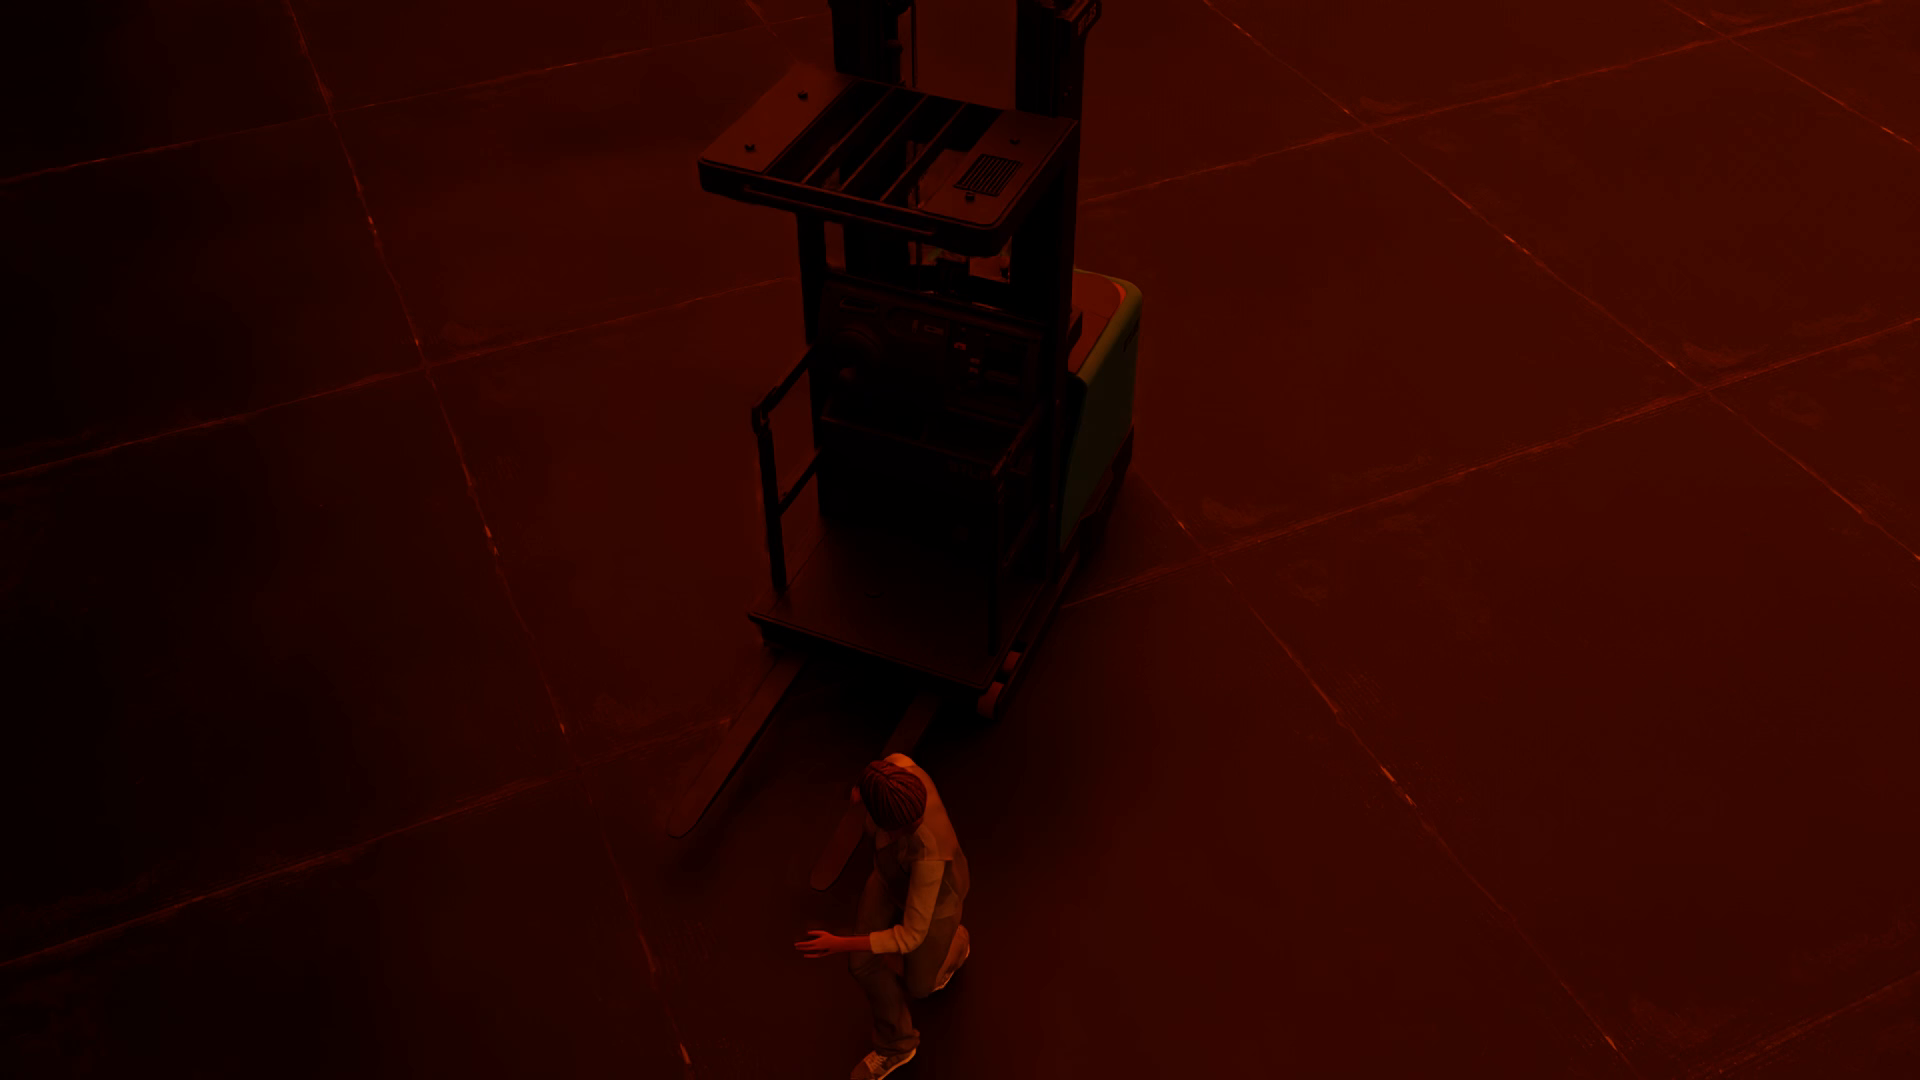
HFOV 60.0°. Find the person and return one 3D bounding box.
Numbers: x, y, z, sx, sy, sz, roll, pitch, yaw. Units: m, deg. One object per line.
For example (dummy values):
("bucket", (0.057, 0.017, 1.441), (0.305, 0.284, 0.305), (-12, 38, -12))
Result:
("person", (-0.280, 1.167, 5.519), (0.764, 1.480, 0.702), (-30, 51, -28))

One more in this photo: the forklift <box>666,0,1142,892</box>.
("forklift", (-0.211, -0.652, 6.379), (1.130, 2.935, 3.031), (16, 45, 17))
